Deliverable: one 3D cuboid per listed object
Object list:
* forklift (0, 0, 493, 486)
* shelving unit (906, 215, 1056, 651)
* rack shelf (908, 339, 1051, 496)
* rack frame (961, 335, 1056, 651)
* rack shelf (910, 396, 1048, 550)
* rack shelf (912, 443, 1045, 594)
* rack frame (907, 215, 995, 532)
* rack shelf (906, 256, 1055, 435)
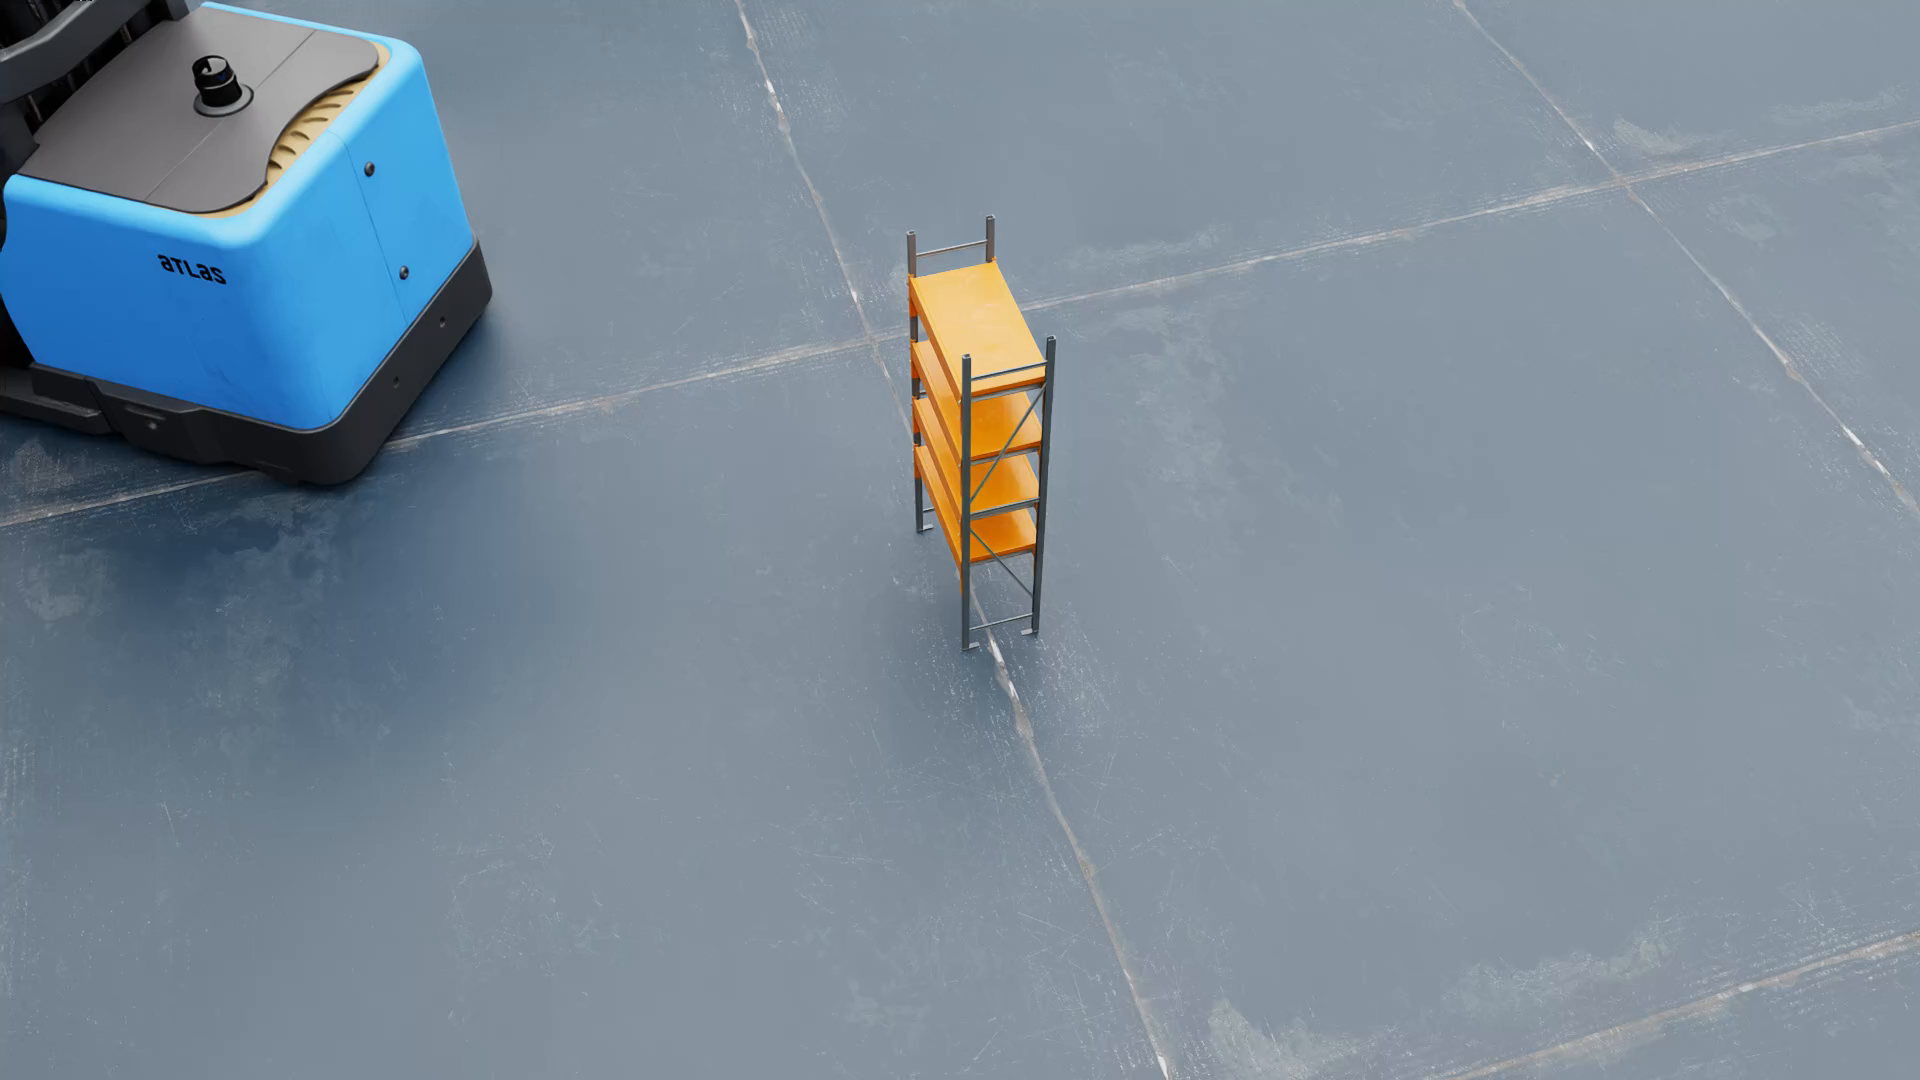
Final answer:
[{"bbox_3d":[-3.230,-1.790,4.842,3.031,2.935,1.130,14,51,11],"label":"forklift"},{"bbox_3d":[0.049,-0.266,4.689,0.258,1.200,0.503,-13,51,-11],"label":"shelving unit"},{"bbox_3d":[0.049,-0.367,4.570,0.258,0.148,0.480,-13,51,-11],"label":"rack shelf"},{"bbox_3d":[0.121,-0.088,4.539,0.240,1.200,0.015,-13,51,-11],"label":"rack frame"},{"bbox_3d":[0.049,-0.222,4.741,0.258,0.148,0.480,-13,51,-11],"label":"rack shelf"},{"bbox_3d":[0.049,-0.094,4.893,0.258,0.148,0.480,-13,51,-11],"label":"rack shelf"},{"bbox_3d":[-0.023,-0.444,4.840,0.240,1.200,0.015,-13,51,-11],"label":"rack frame"},{"bbox_3d":[0.049,-0.519,4.389,0.258,0.148,0.480,-13,51,-11],"label":"rack shelf"}]
